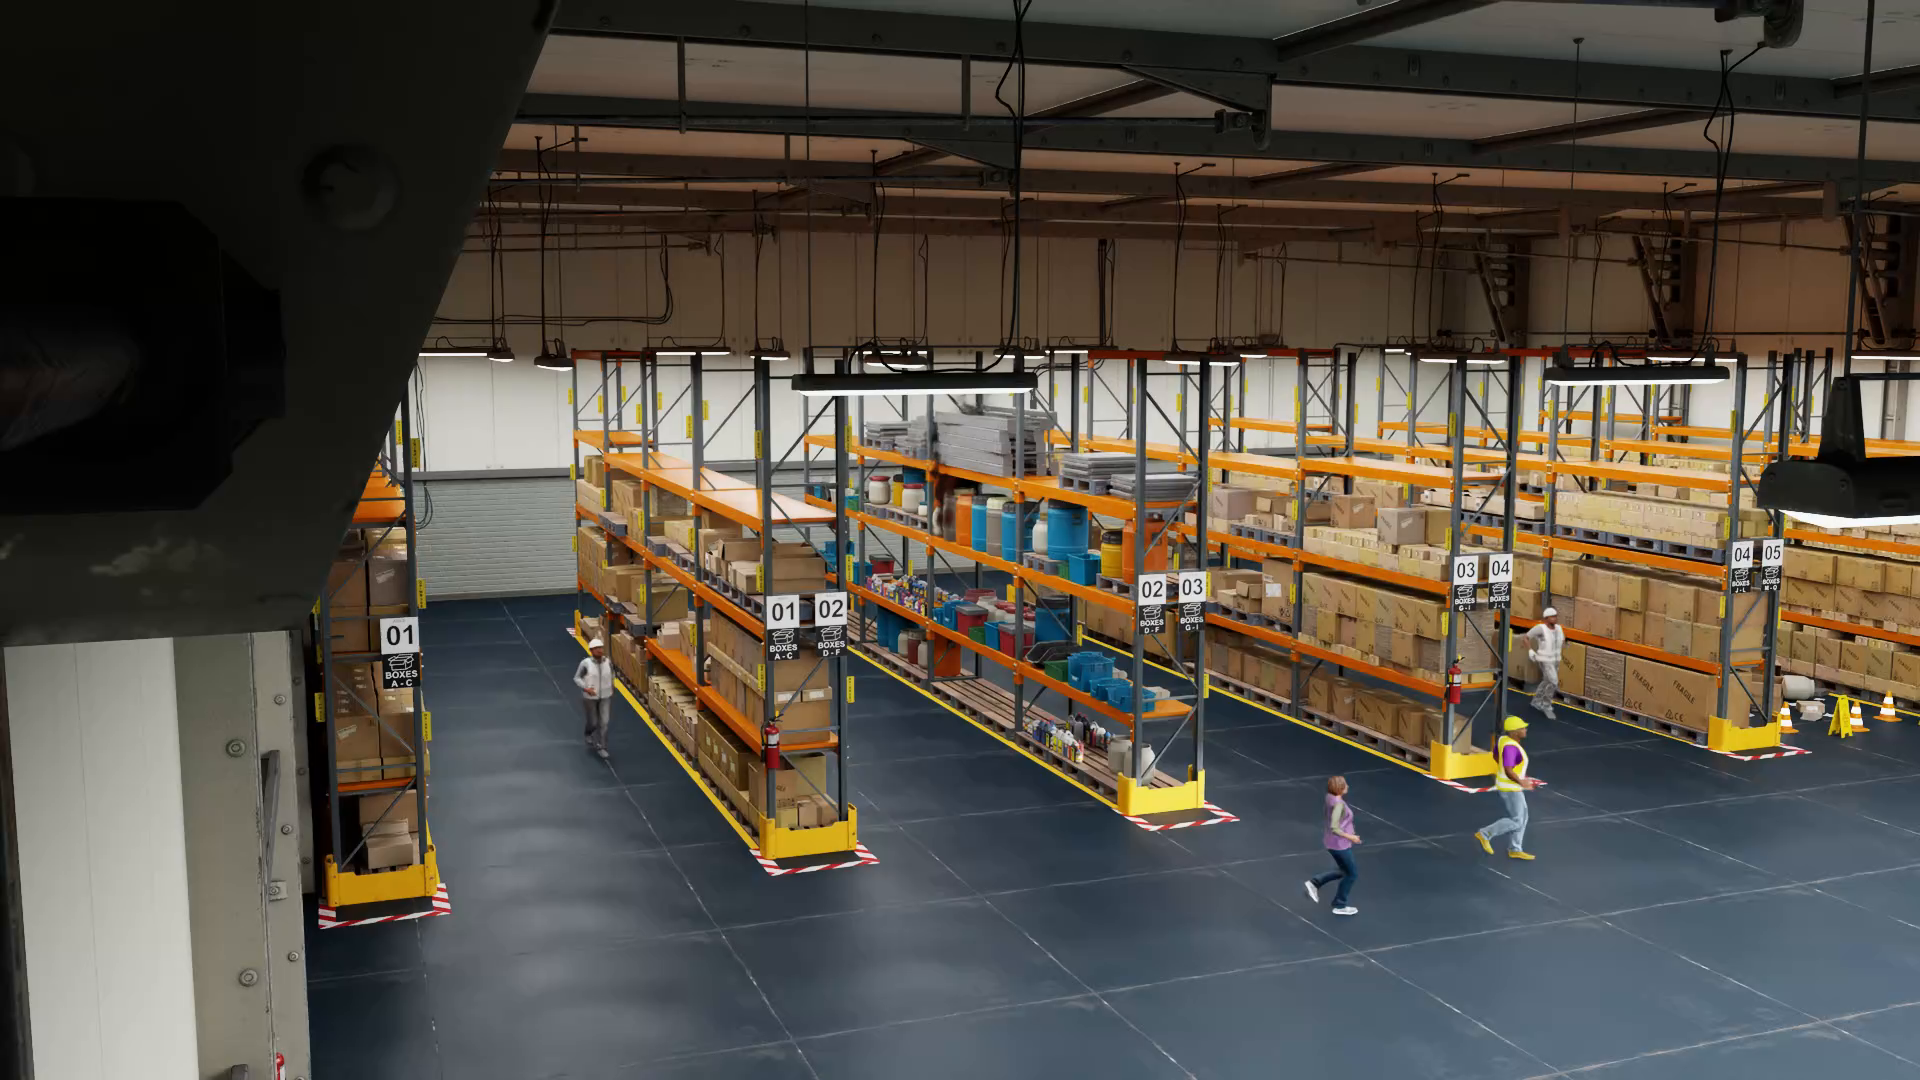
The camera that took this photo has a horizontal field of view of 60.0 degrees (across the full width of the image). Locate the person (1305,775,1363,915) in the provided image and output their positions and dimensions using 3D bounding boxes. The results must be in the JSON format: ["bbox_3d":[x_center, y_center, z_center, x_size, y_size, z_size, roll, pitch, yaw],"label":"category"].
[{"bbox_3d":[4.066,3.321,18.100,0.568,1.547,0.536,0,7,1],"label":"person"}]

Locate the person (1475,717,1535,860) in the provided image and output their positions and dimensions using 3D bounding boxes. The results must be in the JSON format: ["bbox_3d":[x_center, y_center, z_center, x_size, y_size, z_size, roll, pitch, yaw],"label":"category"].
[{"bbox_3d":[6.597,2.988,20.063,0.720,1.752,0.726,1,7,10],"label":"person"}]

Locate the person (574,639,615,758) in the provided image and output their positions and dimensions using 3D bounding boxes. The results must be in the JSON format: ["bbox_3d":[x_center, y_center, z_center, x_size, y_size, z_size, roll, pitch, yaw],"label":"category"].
[{"bbox_3d":[-5.484,2.358,25.080,0.665,1.763,0.821,-4,8,-28],"label":"person"}]

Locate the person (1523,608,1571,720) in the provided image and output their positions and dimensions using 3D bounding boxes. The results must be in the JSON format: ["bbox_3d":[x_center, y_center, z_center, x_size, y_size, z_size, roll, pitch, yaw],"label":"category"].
[{"bbox_3d":[9.734,2.036,27.482,0.657,1.841,0.770,-4,8,-29],"label":"person"}]
